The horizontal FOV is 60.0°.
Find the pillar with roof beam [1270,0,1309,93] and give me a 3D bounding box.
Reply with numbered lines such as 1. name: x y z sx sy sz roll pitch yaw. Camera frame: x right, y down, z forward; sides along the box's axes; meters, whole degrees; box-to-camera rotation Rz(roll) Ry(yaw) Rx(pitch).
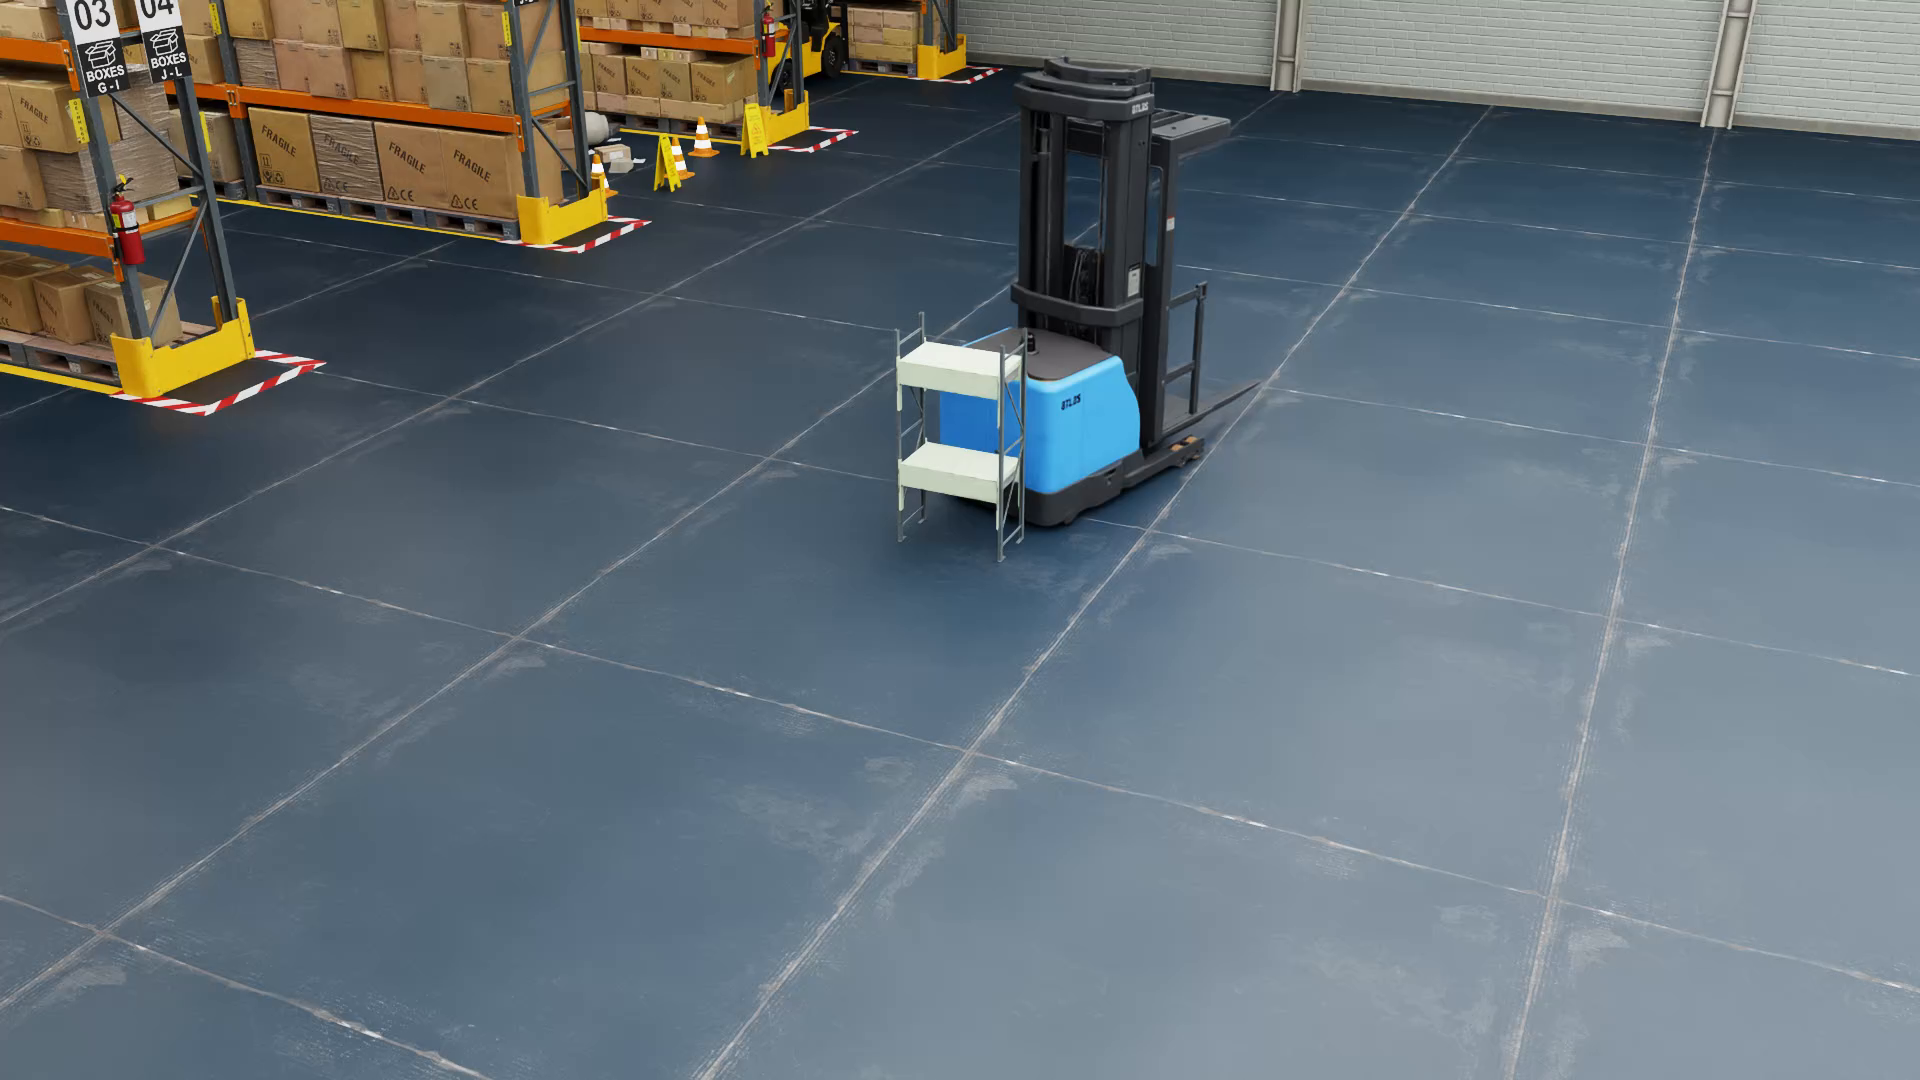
1. pillar with roof beam: 3.114 -9.081 19.507 0.400 9.000 9.100 11 28 22

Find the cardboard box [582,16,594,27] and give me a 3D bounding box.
1. cardboard box: -4.871 -7.007 22.370 0.250 0.149 0.380 11 28 22

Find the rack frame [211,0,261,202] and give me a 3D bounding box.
1. rack frame: -7.954 -5.454 18.932 0.127 3.000 1.000 11 28 22

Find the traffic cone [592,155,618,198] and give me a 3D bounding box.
1. traffic cone: -4.209 -4.253 19.364 0.334 0.463 0.336 11 28 22

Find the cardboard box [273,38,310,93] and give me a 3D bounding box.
1. cardboard box: -7.104 -5.367 18.586 0.550 0.550 0.875 11 28 22

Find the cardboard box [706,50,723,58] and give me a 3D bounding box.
1. cardboard box: -3.476 -6.379 22.600 0.500 0.500 0.500 10 28 20

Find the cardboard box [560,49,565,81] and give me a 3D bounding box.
1. cardboard box: -5.572 -6.538 22.921 0.500 0.500 0.500 13 29 24

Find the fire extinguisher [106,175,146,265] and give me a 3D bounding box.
1. fire extinguisher: -6.545 -2.506 13.031 0.183 0.674 0.296 11 28 22

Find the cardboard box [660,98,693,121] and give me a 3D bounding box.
1. cardboard box: -3.672 -5.824 22.320 0.500 0.250 0.500 11 28 22

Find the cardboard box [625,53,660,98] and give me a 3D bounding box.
1. cardboard box: -4.126 -6.254 22.344 0.500 0.500 0.500 11 28 21

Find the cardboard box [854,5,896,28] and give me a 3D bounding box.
1. cardboard box: -1.320 -8.181 25.977 0.500 0.250 0.500 12 29 23

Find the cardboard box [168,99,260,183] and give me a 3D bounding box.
1. cardboard box: -8.557 -4.710 19.493 0.750 0.750 1.050 11 28 22

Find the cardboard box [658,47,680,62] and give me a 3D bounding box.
1. cardboard box: -3.783 -6.443 21.994 0.250 0.149 0.380 12 29 23

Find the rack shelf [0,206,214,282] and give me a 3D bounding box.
1. rack shelf: -8.279 -2.790 14.335 4.000 0.370 1.077 11 28 22

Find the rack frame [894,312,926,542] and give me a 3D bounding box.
1. rack frame: -0.327 -0.739 11.052 0.023 1.500 0.400 11 28 22

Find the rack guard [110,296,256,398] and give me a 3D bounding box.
1. rack guard: -6.528 -1.639 14.014 0.348 0.500 1.175 11 28 22

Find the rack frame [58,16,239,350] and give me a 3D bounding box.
1. rack frame: -6.458 -2.747 13.433 0.127 3.000 1.000 11 28 22

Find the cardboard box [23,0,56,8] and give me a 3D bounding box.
1. cardboard box: -6.840 -4.129 12.564 0.250 0.149 0.380 11 28 22

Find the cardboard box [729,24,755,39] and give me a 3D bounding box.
1. cardboard box: -2.785 -6.601 21.546 0.250 0.149 0.380 12 29 24

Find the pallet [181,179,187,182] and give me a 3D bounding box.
1. pallet: -9.803 -4.536 20.225 1.213 0.211 1.003 11 28 22

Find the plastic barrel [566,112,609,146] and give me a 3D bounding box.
1. plastic barrel: -4.863 -5.345 21.626 0.512 0.421 0.421 -12 29 -23

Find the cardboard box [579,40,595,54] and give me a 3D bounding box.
1. cardboard box: -5.015 -6.688 22.493 0.250 0.149 0.380 13 29 24

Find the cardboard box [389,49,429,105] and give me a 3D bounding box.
1. cardboard box: -5.637 -5.084 18.011 0.550 0.550 0.875 11 28 22

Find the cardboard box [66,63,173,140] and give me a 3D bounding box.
1. cardboard box: -6.846 -3.584 13.551 0.500 0.500 0.500 11 28 22

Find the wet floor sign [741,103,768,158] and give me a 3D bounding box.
1. wet floor sign: -2.626 -5.210 21.102 0.232 0.644 0.267 23 35 39

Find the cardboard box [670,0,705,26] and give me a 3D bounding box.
1. cardboard box: -3.418 -6.992 21.605 0.500 0.500 0.500 11 28 22

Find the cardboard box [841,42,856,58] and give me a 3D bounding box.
1. cardboard box: -1.764 -7.832 26.398 0.500 0.250 0.500 12 29 22

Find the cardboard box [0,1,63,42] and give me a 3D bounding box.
1. cardboard box: -7.002 -4.011 12.775 0.500 0.250 0.500 12 29 23

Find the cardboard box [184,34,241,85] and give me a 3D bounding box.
1. cardboard box: -8.540 -5.487 18.885 0.500 0.500 0.500 11 28 21

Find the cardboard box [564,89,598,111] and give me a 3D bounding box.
1. cardboard box: -5.081 -6.108 22.898 0.500 0.250 0.500 13 29 25

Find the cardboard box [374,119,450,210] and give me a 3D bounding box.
1. cardboard box: -5.760 -4.215 18.346 0.875 0.875 0.875 11 28 21

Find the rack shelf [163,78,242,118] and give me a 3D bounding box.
1. rack shelf: -9.775 -5.497 19.834 4.000 0.370 1.077 11 28 22

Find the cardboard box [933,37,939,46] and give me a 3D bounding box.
1. cardboard box: -0.671 -7.851 26.438 0.500 0.250 0.500 11 28 22

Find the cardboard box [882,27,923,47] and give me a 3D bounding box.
1. cardboard box: -0.877 -7.870 25.911 0.500 0.250 0.500 11 28 21

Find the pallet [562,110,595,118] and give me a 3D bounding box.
1. pallet: -5.371 -6.103 23.407 1.213 0.211 1.003 11 28 22

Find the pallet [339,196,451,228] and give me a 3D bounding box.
1. pallet: -6.180 -3.810 18.750 1.213 0.211 1.003 11 28 22

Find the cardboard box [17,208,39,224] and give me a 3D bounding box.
1. cardboard box: -7.501 -2.726 13.676 0.250 0.149 0.380 11 28 22

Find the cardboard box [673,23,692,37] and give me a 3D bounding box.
1. cardboard box: -3.533 -6.693 21.733 0.250 0.149 0.380 12 29 23

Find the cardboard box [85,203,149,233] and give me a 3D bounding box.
1. cardboard box: -6.803 -2.603 13.426 0.250 0.149 0.380 11 28 22

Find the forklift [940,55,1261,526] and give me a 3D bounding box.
1. forklift: 1.182 -1.985 11.963 1.130 2.935 3.031 21 33 36

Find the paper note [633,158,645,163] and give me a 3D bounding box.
1. paper note: -4.041 -4.772 20.908 0.142 0.019 0.148 2 26 4

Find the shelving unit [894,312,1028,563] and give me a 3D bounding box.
1. shelving unit: 0.006 -0.672 10.916 0.755 1.500 0.431 11 28 22

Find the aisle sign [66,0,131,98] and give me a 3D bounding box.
1. aisle sign: -6.526 -3.781 12.591 0.004 0.787 0.394 11 28 22

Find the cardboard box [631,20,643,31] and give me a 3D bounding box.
1. cardboard box: -4.169 -6.888 22.130 0.250 0.149 0.380 11 28 22

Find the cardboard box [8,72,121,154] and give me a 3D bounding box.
1. cardboard box: -7.061 -3.375 13.127 0.500 0.500 0.500 11 28 22

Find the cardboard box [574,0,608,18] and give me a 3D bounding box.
1. cardboard box: -4.794 -7.269 22.169 0.500 0.500 0.500 11 28 21

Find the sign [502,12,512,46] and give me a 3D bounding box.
1. sign: -4.550 -5.133 16.700 0.005 0.325 0.100 11 28 22

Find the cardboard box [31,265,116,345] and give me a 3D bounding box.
1. cardboard box: -7.578 -2.030 14.332 0.500 0.500 0.500 20 33 35

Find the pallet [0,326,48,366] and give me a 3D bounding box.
1. pallet: -8.359 -1.896 14.862 1.213 0.211 1.003 11 28 22

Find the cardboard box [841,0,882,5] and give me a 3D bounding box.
1. cardboard box: -1.571 -8.481 26.586 0.500 0.250 0.500 11 28 21

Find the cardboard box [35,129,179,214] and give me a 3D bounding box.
1. cardboard box: -6.948 -3.037 13.572 0.500 0.500 0.875 11 28 22

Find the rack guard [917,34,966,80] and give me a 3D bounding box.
1. rack guard: -0.283 -7.602 26.125 0.348 0.500 1.175 11 28 22

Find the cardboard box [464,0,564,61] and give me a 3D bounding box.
1. cardboard box: -4.635 -5.358 17.344 0.550 0.550 0.875 11 28 22

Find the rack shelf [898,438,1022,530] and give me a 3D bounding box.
1. rack shelf: 0.006 -0.379 11.060 0.720 0.370 0.431 11 28 22

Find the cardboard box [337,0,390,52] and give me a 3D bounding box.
1. cardboard box: -6.164 -5.623 17.883 0.500 0.550 0.875 11 28 22

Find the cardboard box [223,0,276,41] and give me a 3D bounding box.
1. cardboard box: -7.633 -5.925 18.495 0.550 0.550 0.875 11 28 22

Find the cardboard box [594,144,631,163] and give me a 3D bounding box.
1. cardboard box: -4.385 -4.880 20.993 0.380 0.149 0.250 -18 31 -31
